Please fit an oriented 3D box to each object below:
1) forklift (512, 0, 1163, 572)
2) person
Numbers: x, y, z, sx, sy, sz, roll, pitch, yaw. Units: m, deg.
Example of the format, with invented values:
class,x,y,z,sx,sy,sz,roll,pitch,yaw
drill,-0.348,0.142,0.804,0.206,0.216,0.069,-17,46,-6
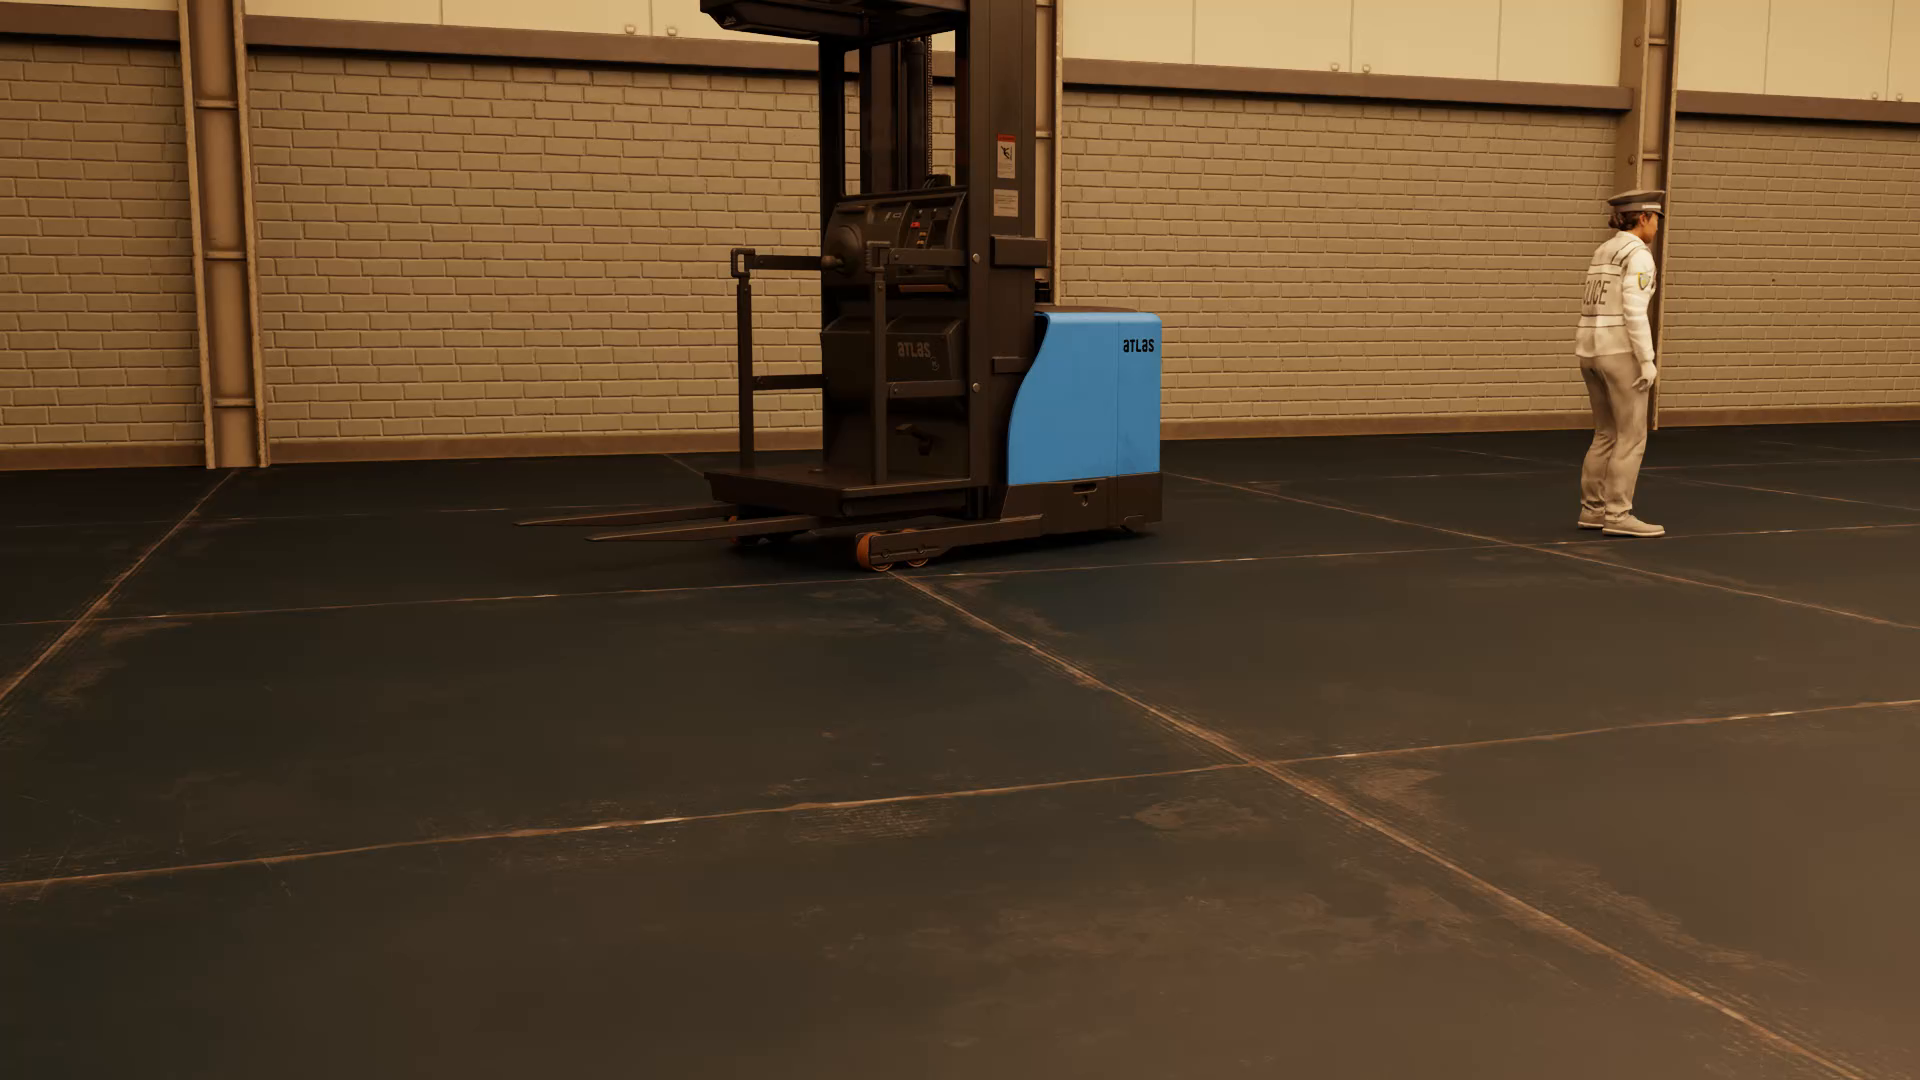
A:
class,x,y,z,sx,sy,sz,roll,pitch,yaw
forklift,-0.461,-1.399,7.333,3.031,2.935,1.130,-7,10,-40
person,3.224,-0.866,8.129,0.375,1.664,0.529,-1,8,-4
